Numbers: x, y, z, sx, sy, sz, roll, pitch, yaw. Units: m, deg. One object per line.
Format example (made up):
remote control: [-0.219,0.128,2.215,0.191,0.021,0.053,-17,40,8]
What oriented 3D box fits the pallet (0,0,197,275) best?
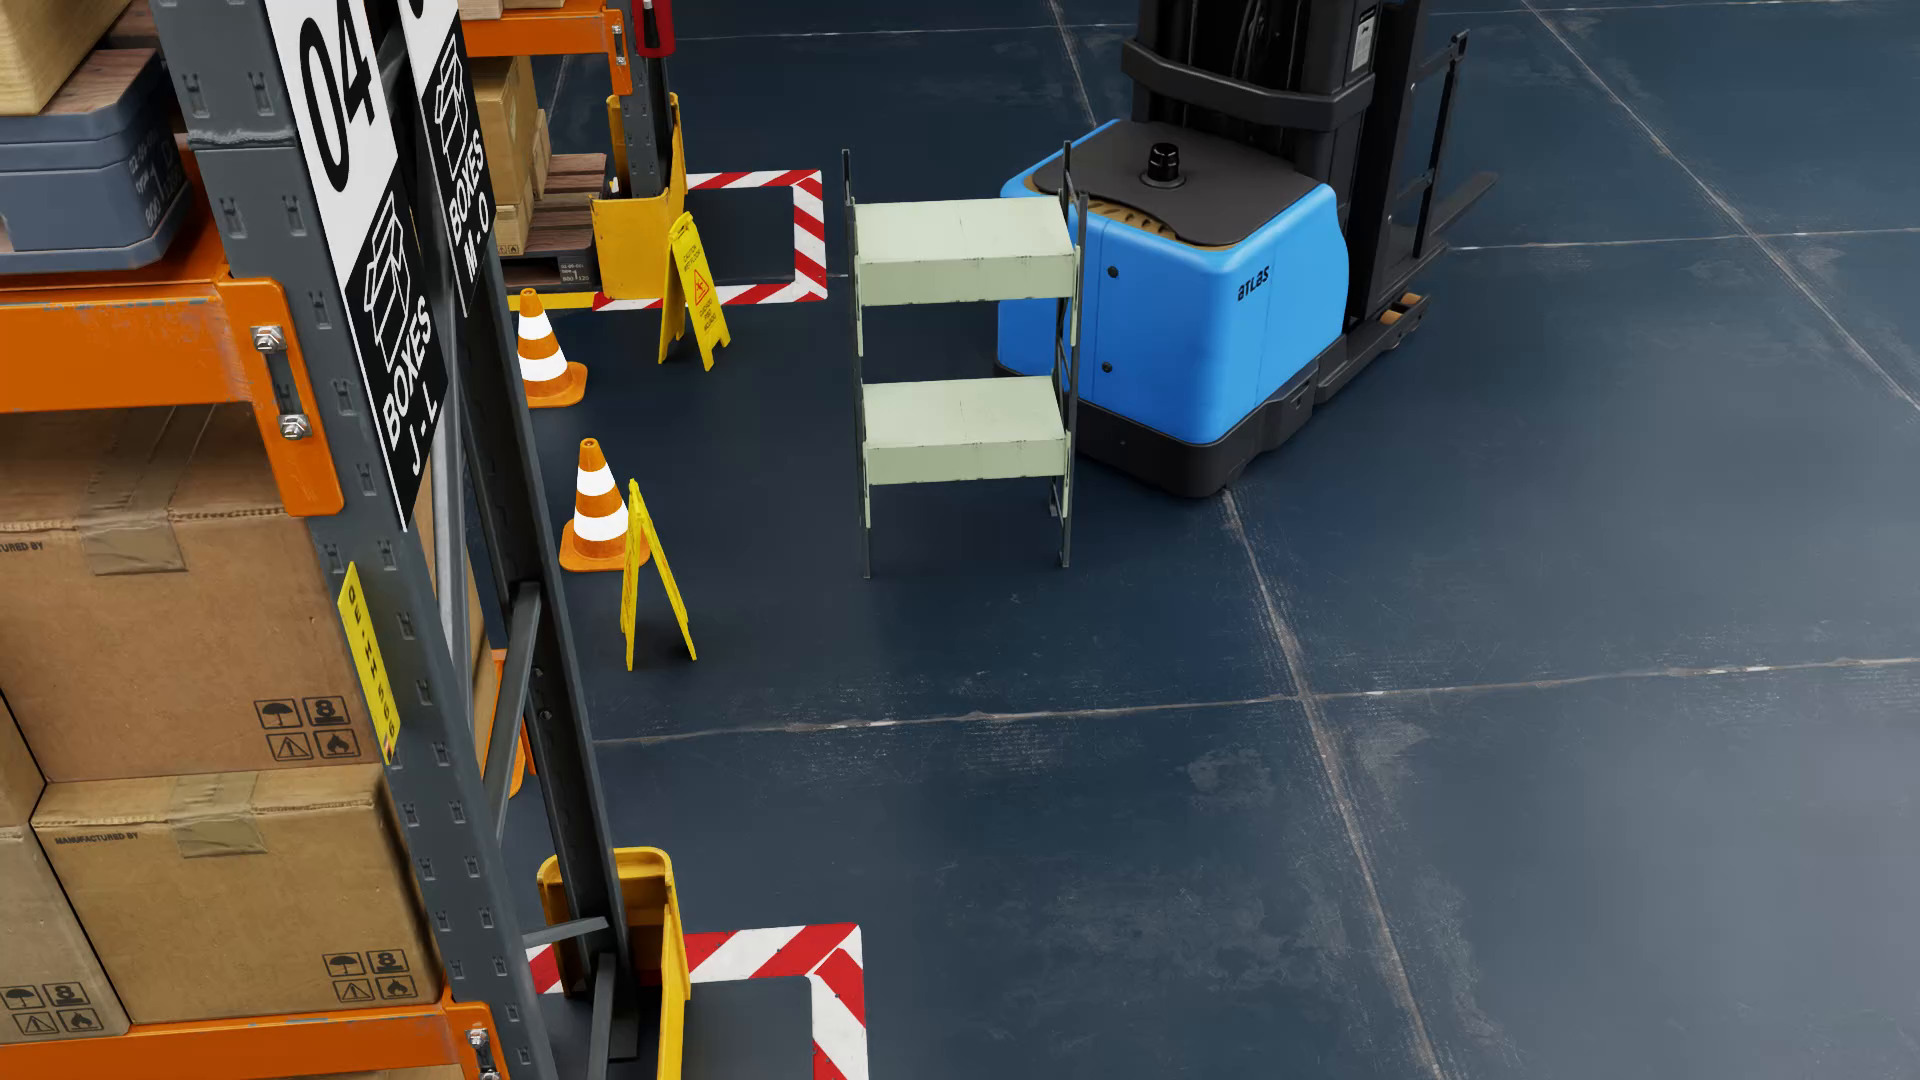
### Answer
pallet: [-1.646,-0.698,2.363,1.213,0.211,1.003,-3,38,-4]

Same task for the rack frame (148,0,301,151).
rack frame: [-0.908,-1.958,1.466,0.127,3.000,1.000,-3,38,-4]

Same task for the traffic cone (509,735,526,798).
traffic cone: [-1.563,0.546,5.184,0.334,0.463,0.336,-3,38,-4]

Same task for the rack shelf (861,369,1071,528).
rack shelf: [0.007,-0.333,5.988,0.720,0.370,0.431,-3,38,-4]

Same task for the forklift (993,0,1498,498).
forklift: [1.442,-2.164,6.627,1.130,2.935,3.031,26,45,29]

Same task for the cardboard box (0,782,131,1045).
cardboard box: [-1.820,0.430,3.162,0.550,0.550,0.875,-3,38,-4]

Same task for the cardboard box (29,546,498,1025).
cardboard box: [-1.274,0.387,3.217,0.550,0.550,0.875,-3,38,-4]

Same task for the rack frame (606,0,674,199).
rack frame: [-1.447,-2.651,7.188,0.127,3.000,1.000,-3,38,-4]

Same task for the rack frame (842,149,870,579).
rack frame: [-0.358,-0.569,5.760,0.023,1.500,0.400,-3,38,-4]

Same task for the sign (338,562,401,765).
sign: [-0.874,0.185,2.467,0.005,0.325,0.100,-3,38,-4]

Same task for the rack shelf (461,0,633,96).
rack shelf: [-3.439,-2.259,7.272,4.000,0.370,1.077,-3,38,-4]

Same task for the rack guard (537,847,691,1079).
rack guard: [-0.884,1.377,4.101,0.348,0.500,1.175,-3,38,-4]

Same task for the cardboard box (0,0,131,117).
cardboard box: [-1.209,-0.658,2.024,0.250,0.149,0.380,-3,38,-4]

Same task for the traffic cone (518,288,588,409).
traffic cone: [-1.761,-0.836,6.936,0.334,0.463,0.336,-3,38,-4]

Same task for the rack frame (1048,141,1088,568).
rack frame: [0.371,-0.609,5.811,0.023,1.500,0.400,-3,38,-4]

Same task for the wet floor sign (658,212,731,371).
wet floor sign: [-1.163,-1.077,7.094,0.232,0.644,0.267,9,39,12]

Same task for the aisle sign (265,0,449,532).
aisle sign: [-0.811,-0.442,2.290,0.004,0.787,0.394,-3,38,-4]

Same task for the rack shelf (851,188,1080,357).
rack shelf: [0.007,-0.896,5.544,0.720,0.370,0.431,-3,38,-4]

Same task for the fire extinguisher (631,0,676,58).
fire extinguisher: [-1.292,-2.343,6.860,0.183,0.674,0.296,-3,38,-4]

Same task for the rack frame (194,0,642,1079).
rack frame: [-0.908,0.397,3.325,0.127,3.000,1.000,-3,38,-4]

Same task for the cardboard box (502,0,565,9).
cardboard box: [-1.801,-2.400,7.073,0.250,0.149,0.380,-2,38,-2]

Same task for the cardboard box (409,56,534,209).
cardboard box: [-2.222,-1.826,7.418,0.500,0.500,0.500,-3,38,-4]

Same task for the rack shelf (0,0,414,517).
rack shelf: [-2.900,-0.388,2.479,4.000,0.370,1.077,-3,38,-4]

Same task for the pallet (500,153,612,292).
pallet: [-2.335,-1.530,8.018,1.213,0.211,1.003,-3,38,-4]

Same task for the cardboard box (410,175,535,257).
cardboard box: [-2.252,-1.525,7.642,0.500,0.250,0.500,-3,38,-4]

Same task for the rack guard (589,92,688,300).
rack guard: [-1.523,-1.666,7.957,0.348,0.500,1.175,-3,38,-4]

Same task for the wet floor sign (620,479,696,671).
wet floor sign: [-1.055,0.098,5.604,0.232,0.644,0.267,-9,39,-12]

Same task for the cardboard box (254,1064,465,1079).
cardboard box: [-1.578,1.145,3.754,0.875,0.875,0.875,-3,38,-4]

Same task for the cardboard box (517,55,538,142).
cardboard box: [-2.299,-2.156,7.836,0.500,0.500,0.500,-4,38,-5]

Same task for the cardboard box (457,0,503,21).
cardboard box: [-2.043,-2.318,6.969,0.250,0.149,0.380,-4,38,-5]

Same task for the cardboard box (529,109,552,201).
cardboard box: [-2.275,-1.863,8.070,0.500,0.250,0.500,-3,38,-4]

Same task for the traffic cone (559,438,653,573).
traffic cone: [-1.324,-0.170,6.091,0.334,0.463,0.336,-3,38,-4]

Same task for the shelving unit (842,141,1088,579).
shelving unit: [0.007,-0.589,5.786,0.755,1.500,0.431,-3,38,-4]

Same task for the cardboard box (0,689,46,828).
cardboard box: [-1.821,-0.002,2.838,0.550,0.550,0.875,-3,38,-4]

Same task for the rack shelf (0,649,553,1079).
rack shelf: [-2.900,0.790,3.408,4.000,0.370,1.077,-3,38,-4]

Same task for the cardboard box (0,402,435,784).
cardboard box: [-1.281,-0.089,2.948,0.550,0.550,0.875,-3,38,-4]

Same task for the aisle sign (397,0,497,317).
aisle sign: [-0.864,-0.812,2.759,0.004,0.787,0.394,-3,38,-4]
